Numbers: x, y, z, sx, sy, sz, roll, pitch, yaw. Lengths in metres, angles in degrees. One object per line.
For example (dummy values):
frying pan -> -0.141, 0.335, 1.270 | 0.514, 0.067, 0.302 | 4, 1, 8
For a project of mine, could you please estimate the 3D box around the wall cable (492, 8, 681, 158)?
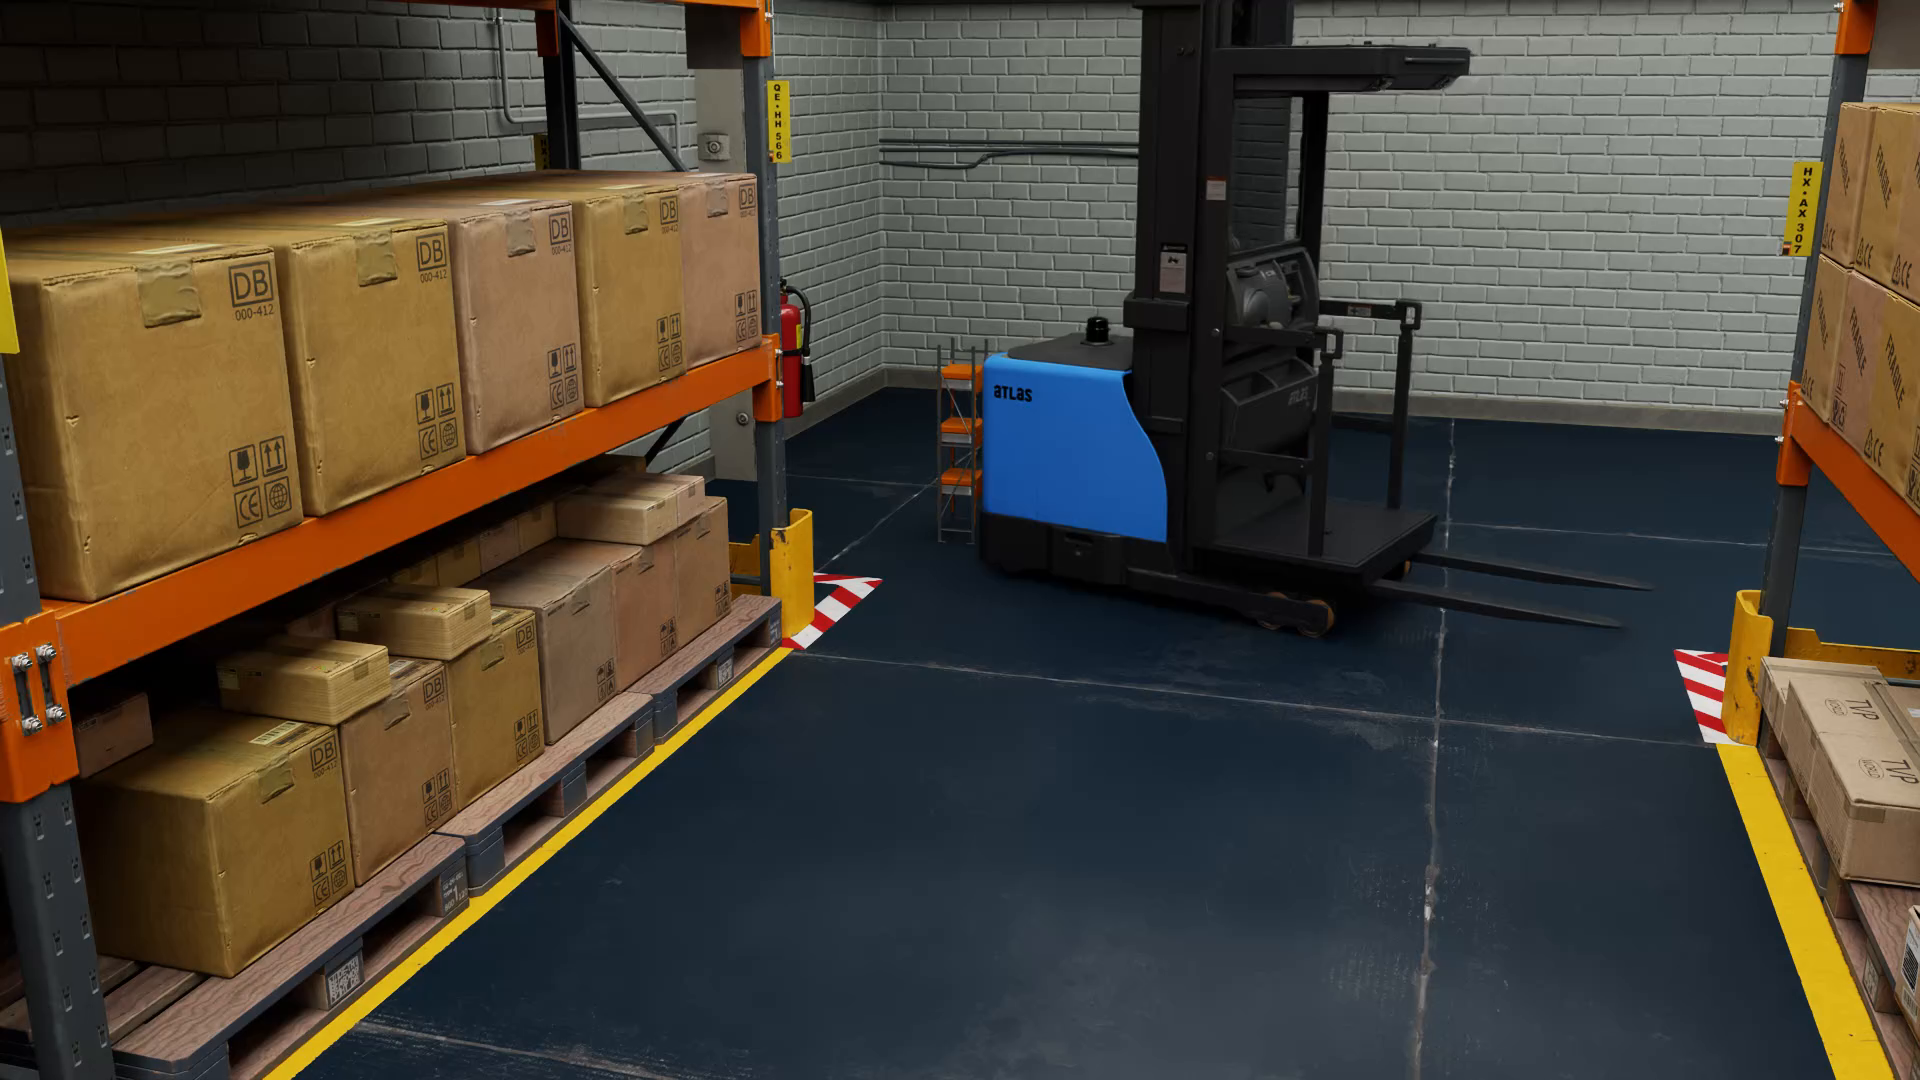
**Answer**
wall cable -> -1.804, -1.987, 8.475 | 0.084, 1.984, 1.851 | 5, 16, 16

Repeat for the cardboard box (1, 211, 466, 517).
cardboard box -> -2.015, -0.519, 4.611 | 0.980, 0.700, 0.700 | 4, 16, 14

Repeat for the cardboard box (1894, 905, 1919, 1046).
cardboard box -> 2.456, 1.055, 3.735 | 0.500, 0.311, 0.500 | 5, 16, 16

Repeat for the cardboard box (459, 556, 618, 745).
cardboard box -> -1.649, 0.364, 5.859 | 0.700, 0.500, 0.500 | 4, 16, 14

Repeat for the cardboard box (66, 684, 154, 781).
cardboard box -> -2.319, 0.480, 4.262 | 0.380, 0.149, 0.250 | 5, 16, 16

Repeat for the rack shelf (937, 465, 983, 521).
rack shelf -> 0.015, -0.242, 8.814 | 0.215, 0.259, 0.240 | 5, 16, 16

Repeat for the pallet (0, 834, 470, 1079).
pallet -> -2.107, 1.106, 4.545 | 1.003, 0.211, 1.213 | 5, 16, 16

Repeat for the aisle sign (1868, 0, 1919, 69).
aisle sign -> 3.227, -1.998, 5.611 | 0.394, 0.787, 0.004 | 5, 16, 16

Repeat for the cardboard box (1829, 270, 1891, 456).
cardboard box -> 2.969, -0.523, 4.995 | 0.500, 0.500, 0.500 | 4, 16, 15

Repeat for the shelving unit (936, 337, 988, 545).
shelving unit -> 0.015, -0.519, 8.735 | 0.215, 1.050, 0.252 | 5, 16, 16

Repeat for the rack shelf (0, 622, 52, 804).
rack shelf -> -2.966, 0.826, 1.738 | 1.077, 0.370, 4.000 | 5, 16, 16

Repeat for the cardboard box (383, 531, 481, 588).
cardboard box -> -1.879, 0.073, 5.696 | 0.380, 0.149, 0.250 | 5, 17, 16

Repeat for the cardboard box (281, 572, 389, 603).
cardboard box -> -2.024, 0.207, 5.224 | 0.380, 0.149, 0.250 | 5, 17, 16

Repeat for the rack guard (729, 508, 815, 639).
rack guard -> -1.254, 0.107, 7.537 | 1.175, 0.500, 0.348 | 5, 16, 16

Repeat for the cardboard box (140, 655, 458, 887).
cardboard box -> -1.941, 0.639, 4.892 | 0.700, 0.500, 0.500 | 4, 16, 15

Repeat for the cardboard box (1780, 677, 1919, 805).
cardboard box -> 2.921, 0.656, 5.253 | 0.500, 0.250, 0.500 | 5, 16, 16

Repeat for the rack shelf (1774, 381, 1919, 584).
rack shelf -> 2.921, 0.163, 4.076 | 1.077, 0.370, 4.000 | 5, 16, 16

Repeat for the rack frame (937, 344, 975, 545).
rack frame -> -0.019, -0.487, 8.623 | 0.200, 1.050, 0.008 | 5, 16, 16

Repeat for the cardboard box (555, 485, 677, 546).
cardboard box -> -1.298, -0.096, 6.292 | 0.380, 0.149, 0.250 | 5, 17, 17

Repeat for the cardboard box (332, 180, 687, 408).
cardboard box -> -1.593, -0.908, 5.985 | 0.980, 0.700, 0.700 | 4, 16, 15

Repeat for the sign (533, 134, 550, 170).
sign -> -1.792, -1.589, 7.202 | 0.100, 0.325, 0.005 | 5, 16, 16

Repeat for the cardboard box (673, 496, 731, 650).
cardboard box -> -1.364, 0.102, 6.784 | 0.700, 0.500, 0.500 | 5, 16, 16

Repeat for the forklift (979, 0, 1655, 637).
forklift -> 1.605, -1.146, 7.499 | 3.031, 2.935, 1.130 | 10, 19, 32

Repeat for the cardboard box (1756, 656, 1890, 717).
cardboard box -> 3.041, 0.536, 5.860 | 0.380, 0.149, 0.250 | 5, 16, 16

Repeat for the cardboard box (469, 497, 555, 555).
cardboard box -> -1.735, -0.060, 6.168 | 0.380, 0.149, 0.250 | 5, 17, 16

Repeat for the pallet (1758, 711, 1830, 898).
pallet -> 3.242, 0.864, 5.398 | 1.003, 0.211, 1.213 | 5, 16, 16

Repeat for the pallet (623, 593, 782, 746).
pallet -> -1.413, 0.467, 6.795 | 1.003, 0.211, 1.213 | 5, 16, 16

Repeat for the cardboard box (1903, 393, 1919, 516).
cardboard box -> 2.680, -0.262, 4.072 | 0.500, 0.500, 0.500 | 5, 17, 17

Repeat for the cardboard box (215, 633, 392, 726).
cardboard box -> -1.815, 0.382, 4.607 | 0.380, 0.149, 0.250 | 5, 17, 18

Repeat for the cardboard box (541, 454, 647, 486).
cardboard box -> -1.520, -0.258, 6.866 | 0.380, 0.149, 0.250 | 5, 17, 16

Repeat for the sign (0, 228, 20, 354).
sign -> -1.875, -0.522, 3.198 | 0.100, 0.325, 0.005 | 5, 16, 16

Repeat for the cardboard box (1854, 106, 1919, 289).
cardboard box -> 2.969, -1.003, 4.851 | 0.500, 0.500, 0.500 | 5, 17, 16

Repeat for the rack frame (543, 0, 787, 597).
rack frame -> -1.261, -1.090, 7.174 | 1.000, 3.000, 0.127 | 5, 16, 16

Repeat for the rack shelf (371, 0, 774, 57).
rack shelf -> -1.830, -1.663, 5.018 | 1.077, 0.370, 4.000 | 5, 16, 16
